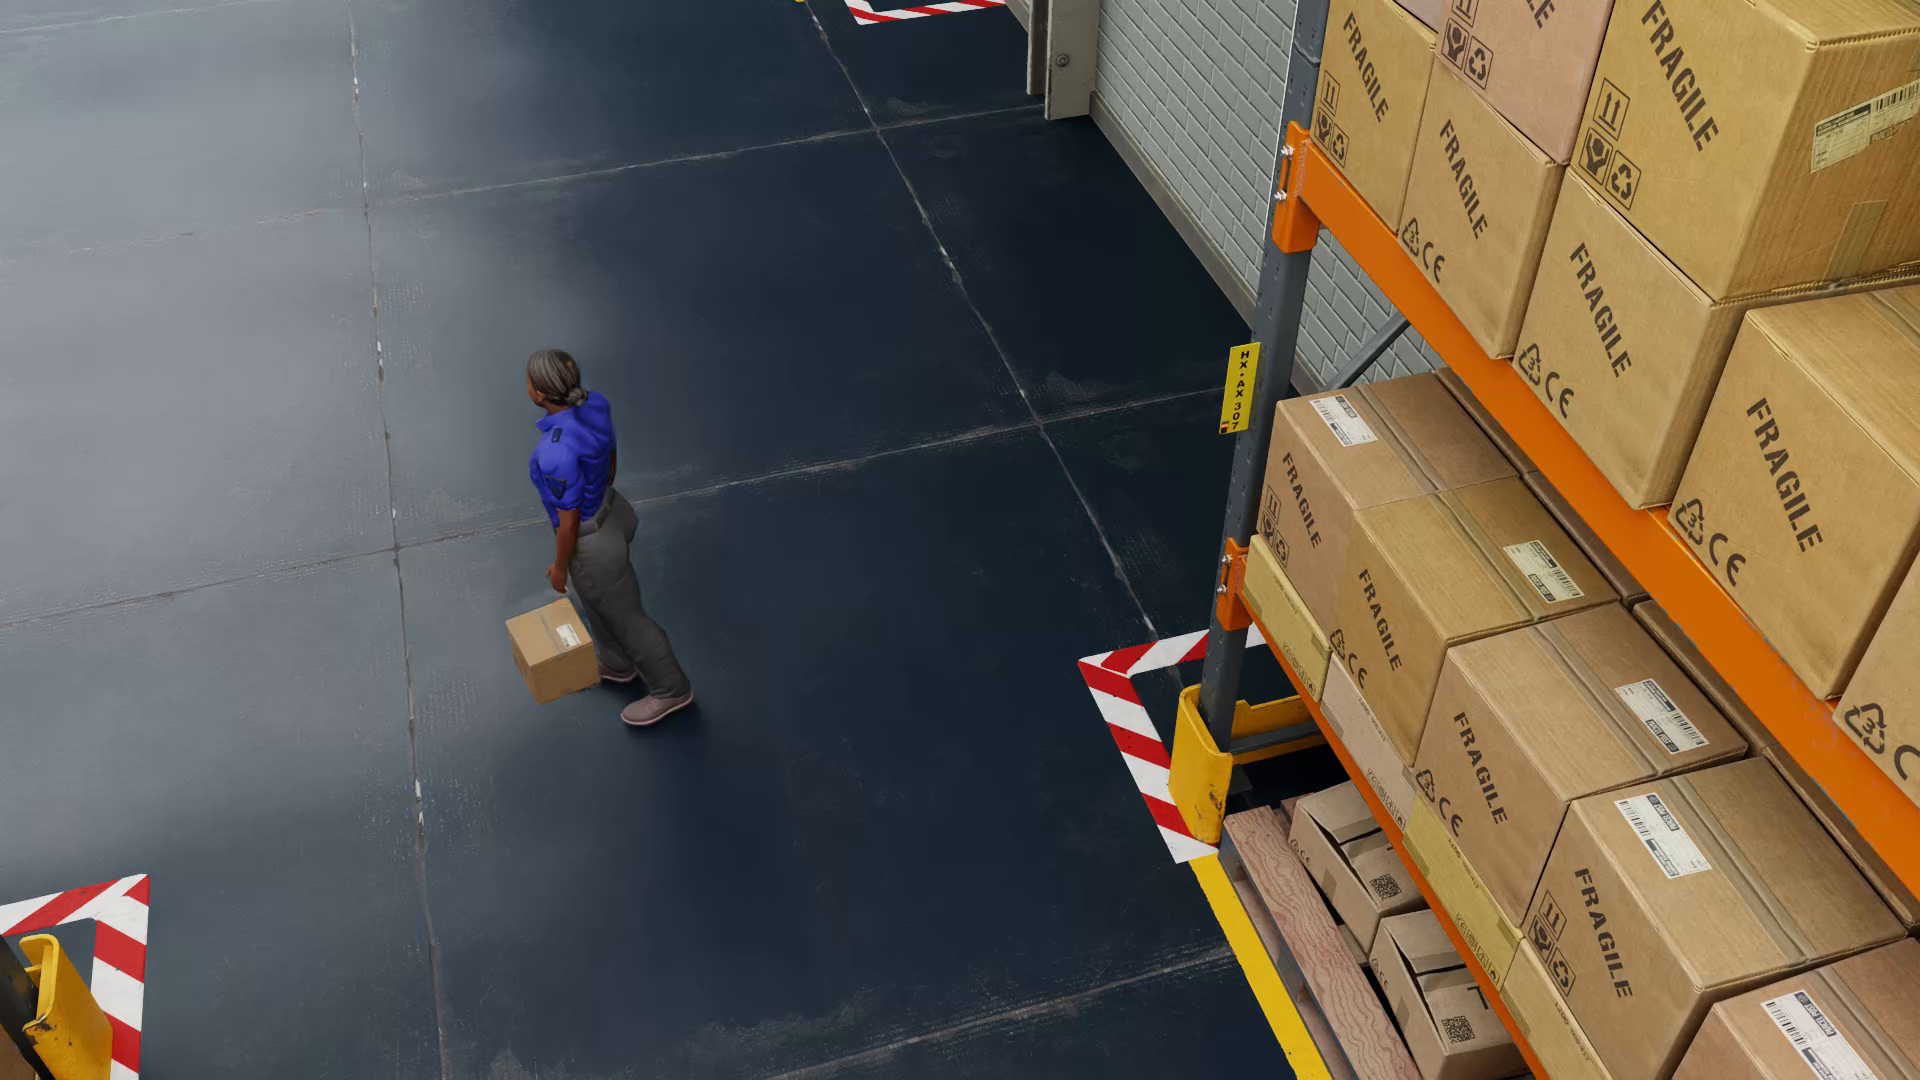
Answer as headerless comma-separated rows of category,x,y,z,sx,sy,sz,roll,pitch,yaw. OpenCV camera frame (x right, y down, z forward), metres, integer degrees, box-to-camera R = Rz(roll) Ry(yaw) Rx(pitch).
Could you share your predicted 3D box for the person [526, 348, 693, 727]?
person,-1.335,-0.009,6.176,0.558,1.647,0.474,4,43,4
